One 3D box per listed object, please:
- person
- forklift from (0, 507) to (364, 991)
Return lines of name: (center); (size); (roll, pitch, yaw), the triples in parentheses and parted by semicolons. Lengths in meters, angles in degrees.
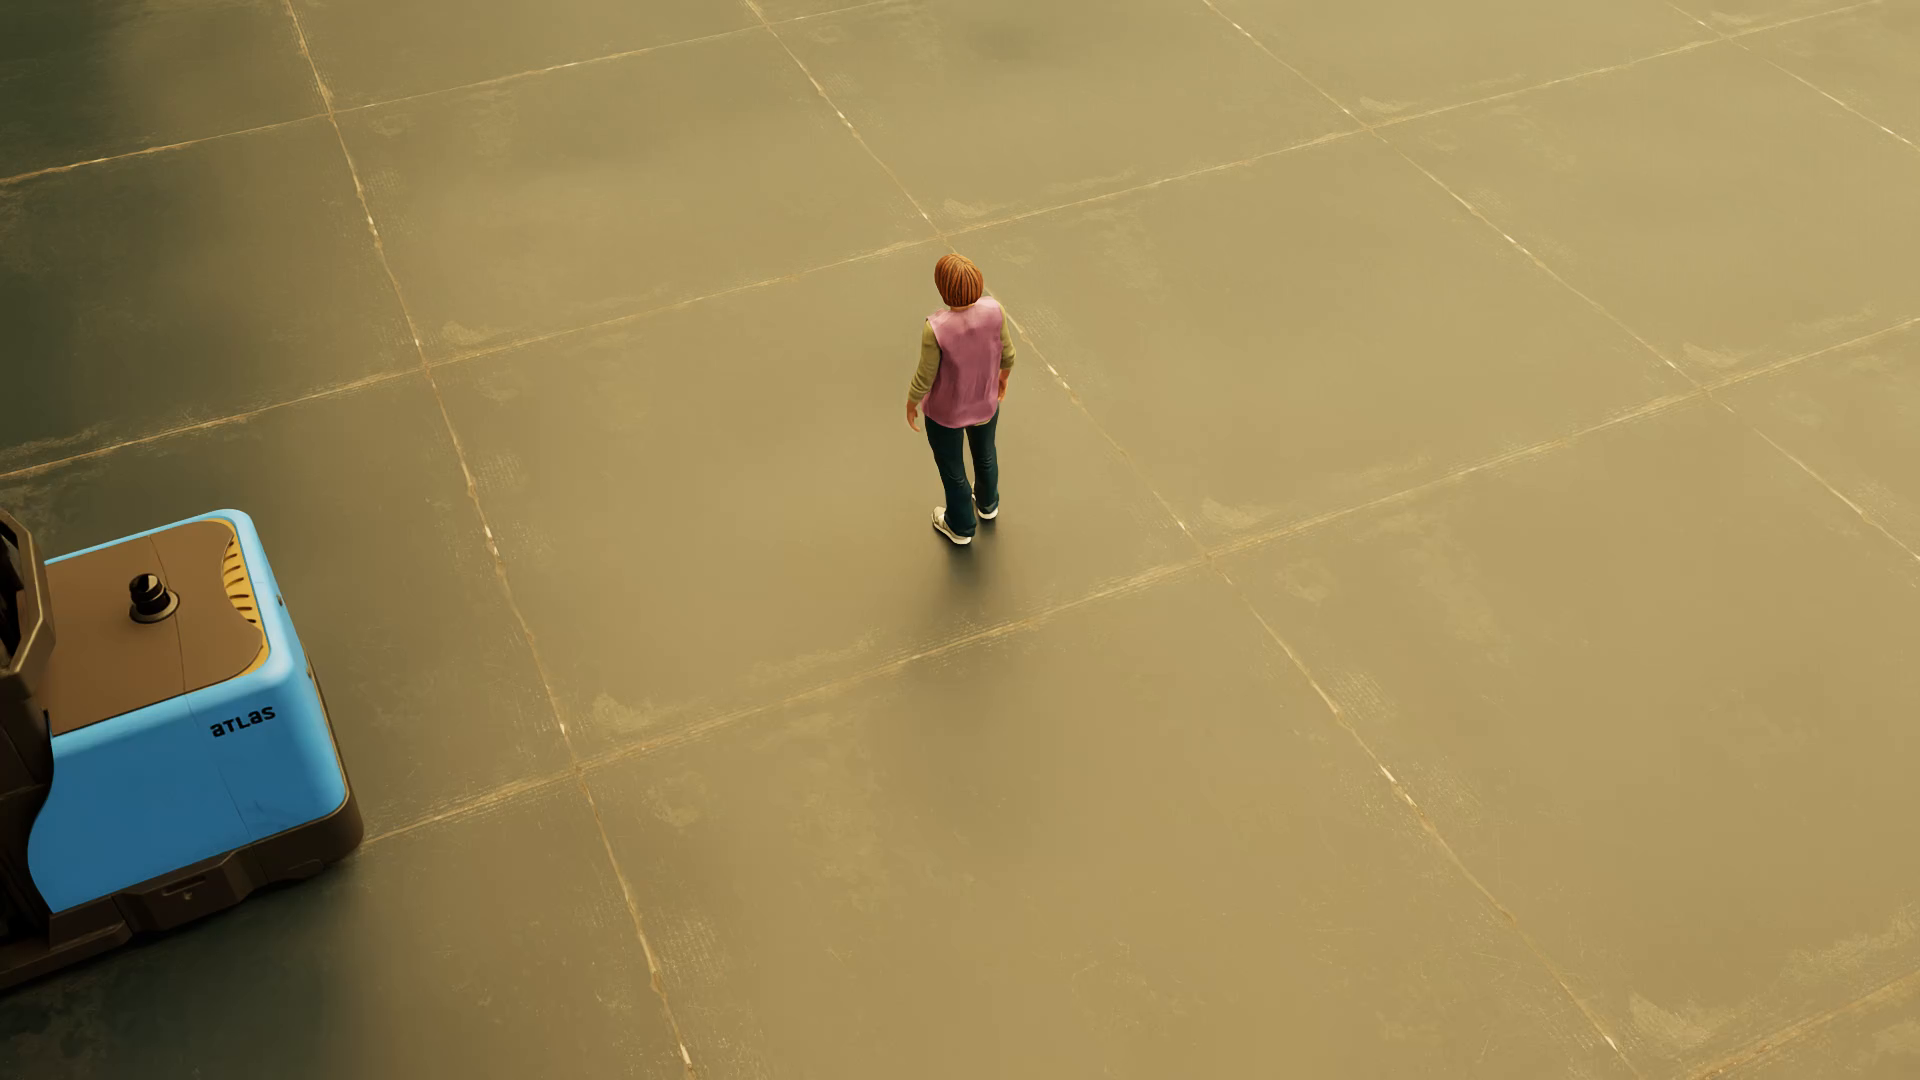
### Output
person: (-0.019, -0.640, 7.332); (0.520, 1.599, 0.473); (-18, 46, -18)
forklift: (-3.876, 0.323, 5.334); (3.031, 2.935, 1.130); (-19, 46, -19)
